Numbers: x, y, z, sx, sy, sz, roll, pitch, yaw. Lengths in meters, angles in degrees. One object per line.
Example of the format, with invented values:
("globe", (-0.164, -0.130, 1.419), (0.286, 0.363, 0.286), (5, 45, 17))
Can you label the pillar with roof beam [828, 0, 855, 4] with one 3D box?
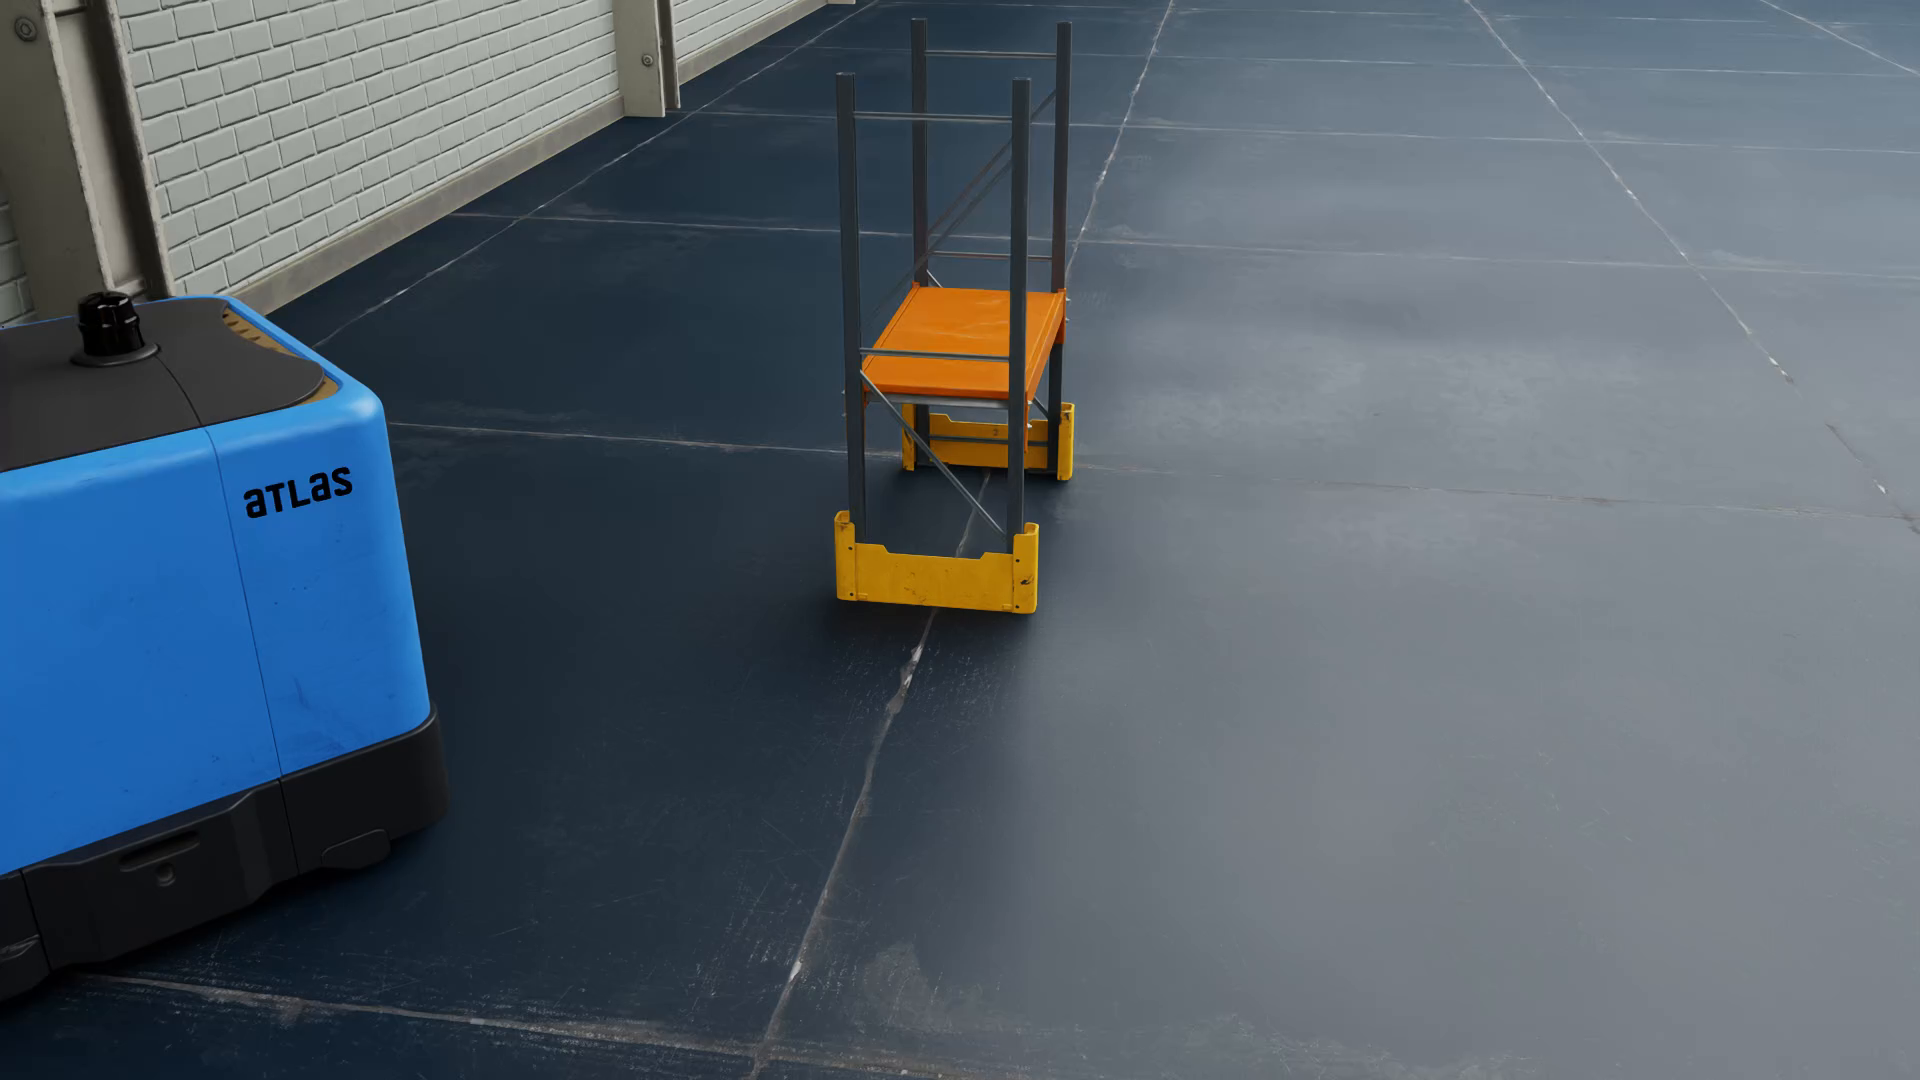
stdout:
("pillar with roof beam", (3.054, -9.301, 14.507), (9.100, 9.000, 0.400), (4, 25, 9))

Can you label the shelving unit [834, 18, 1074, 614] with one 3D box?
("shelving unit", (0.012, -0.711, 5.000), (0.587, 1.500, 1.083), (4, 25, 9))

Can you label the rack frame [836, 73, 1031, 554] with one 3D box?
("rack frame", (-0.069, -0.502, 4.554), (0.500, 1.500, 0.032), (4, 25, 9))

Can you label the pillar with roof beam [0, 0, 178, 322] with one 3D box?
("pillar with roof beam", (1.093, -4.283, 3.784), (9.100, 9.000, 0.400), (4, 25, 9))

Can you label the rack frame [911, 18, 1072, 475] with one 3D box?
("rack frame", (0.097, -0.928, 5.462), (0.500, 1.500, 0.032), (4, 25, 9))

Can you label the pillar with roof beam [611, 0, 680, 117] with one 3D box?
("pillar with roof beam", (2.074, -6.792, 9.146), (9.100, 9.000, 0.400), (4, 25, 9))

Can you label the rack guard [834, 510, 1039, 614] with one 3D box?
("rack guard", (-0.069, 0.063, 4.820), (0.587, 0.250, 0.087), (4, 25, 9))

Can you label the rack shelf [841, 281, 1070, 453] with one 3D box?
("rack shelf", (0.014, -0.552, 5.085), (0.538, 0.185, 1.000), (4, 25, 9))

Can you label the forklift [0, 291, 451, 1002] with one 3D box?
("forklift", (-2.619, -0.410, 2.669), (3.031, 2.935, 1.130), (-19, 31, -35))

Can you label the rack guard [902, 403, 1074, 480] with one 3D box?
("rack guard", (0.094, -0.353, 5.710), (0.587, 0.250, 0.087), (4, 25, 9))
